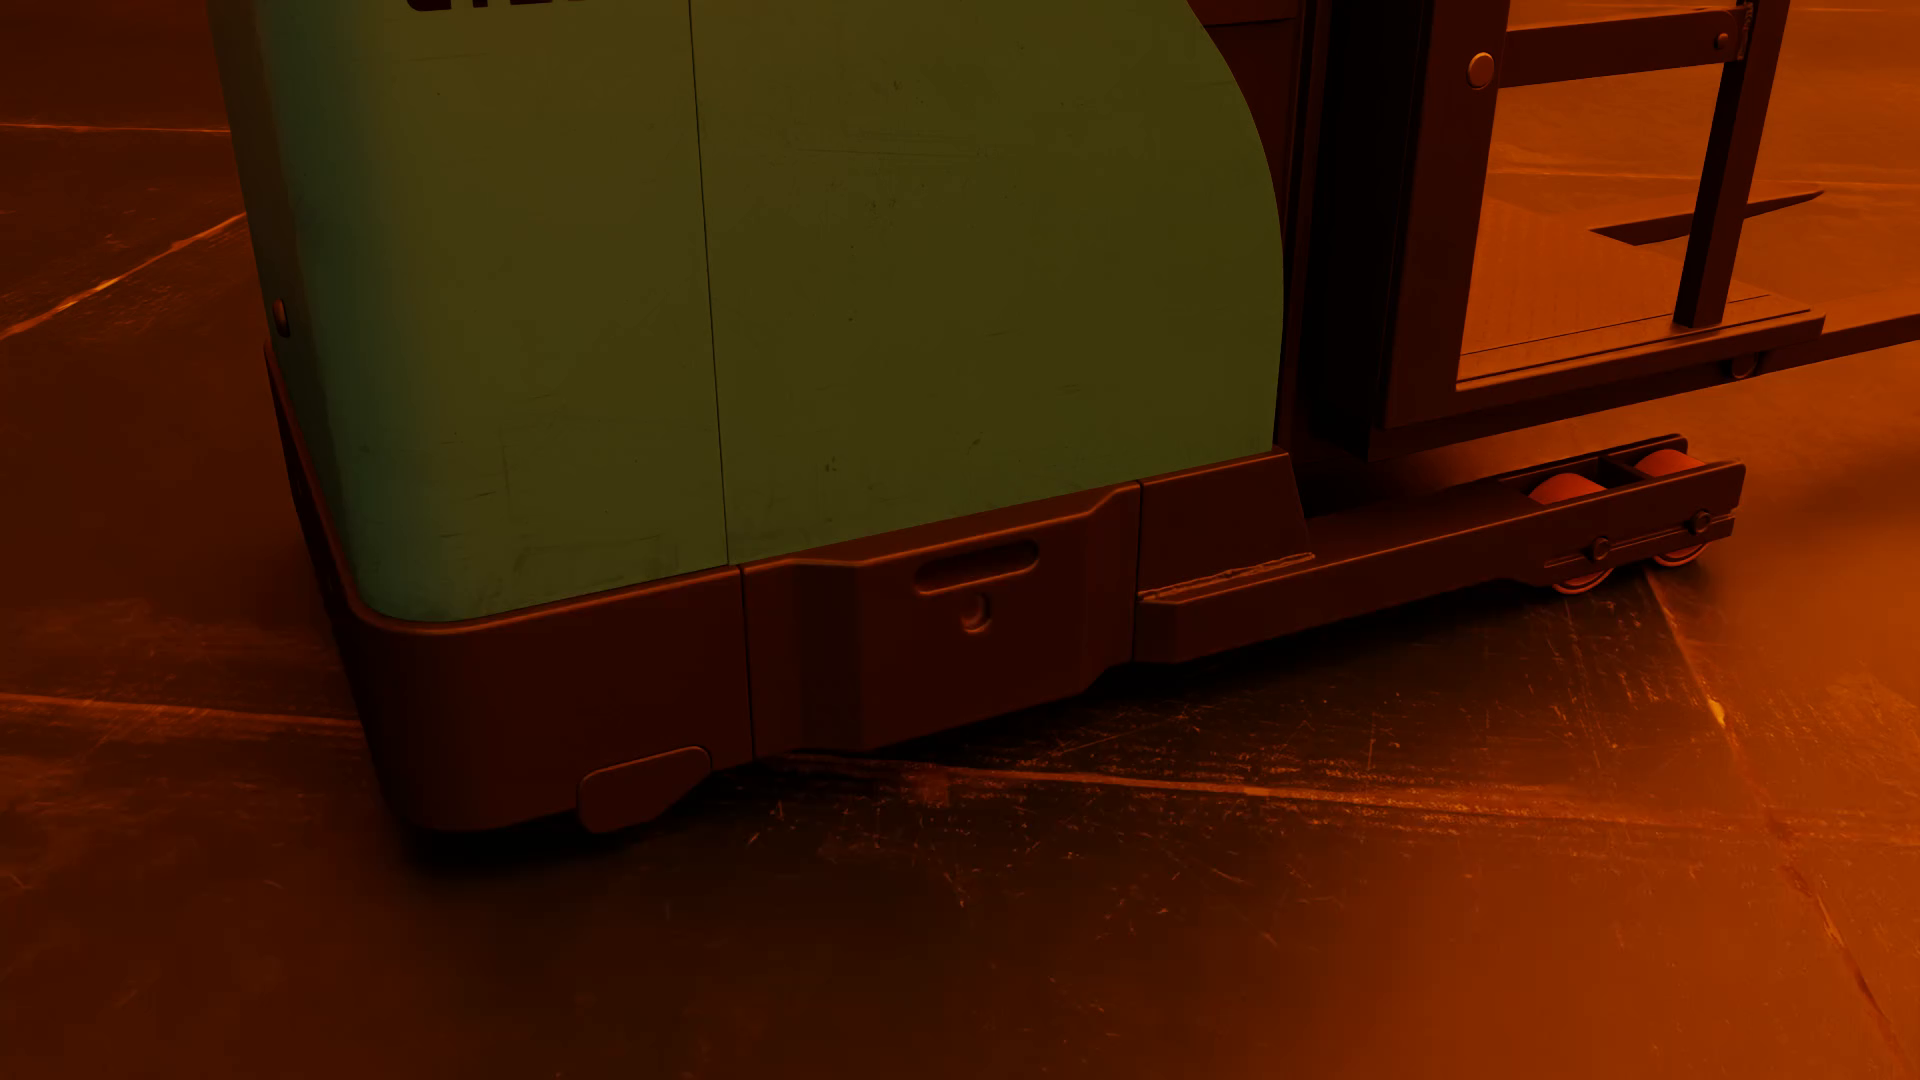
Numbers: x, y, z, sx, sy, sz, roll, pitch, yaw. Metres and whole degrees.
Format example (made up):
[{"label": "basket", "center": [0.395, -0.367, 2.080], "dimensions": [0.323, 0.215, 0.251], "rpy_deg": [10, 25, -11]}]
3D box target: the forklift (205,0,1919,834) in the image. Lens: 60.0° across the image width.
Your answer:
[{"label": "forklift", "center": [0.561, -1.434, 2.091], "dimensions": [3.031, 2.935, 1.130], "rpy_deg": [-12, 29, -23]}]
